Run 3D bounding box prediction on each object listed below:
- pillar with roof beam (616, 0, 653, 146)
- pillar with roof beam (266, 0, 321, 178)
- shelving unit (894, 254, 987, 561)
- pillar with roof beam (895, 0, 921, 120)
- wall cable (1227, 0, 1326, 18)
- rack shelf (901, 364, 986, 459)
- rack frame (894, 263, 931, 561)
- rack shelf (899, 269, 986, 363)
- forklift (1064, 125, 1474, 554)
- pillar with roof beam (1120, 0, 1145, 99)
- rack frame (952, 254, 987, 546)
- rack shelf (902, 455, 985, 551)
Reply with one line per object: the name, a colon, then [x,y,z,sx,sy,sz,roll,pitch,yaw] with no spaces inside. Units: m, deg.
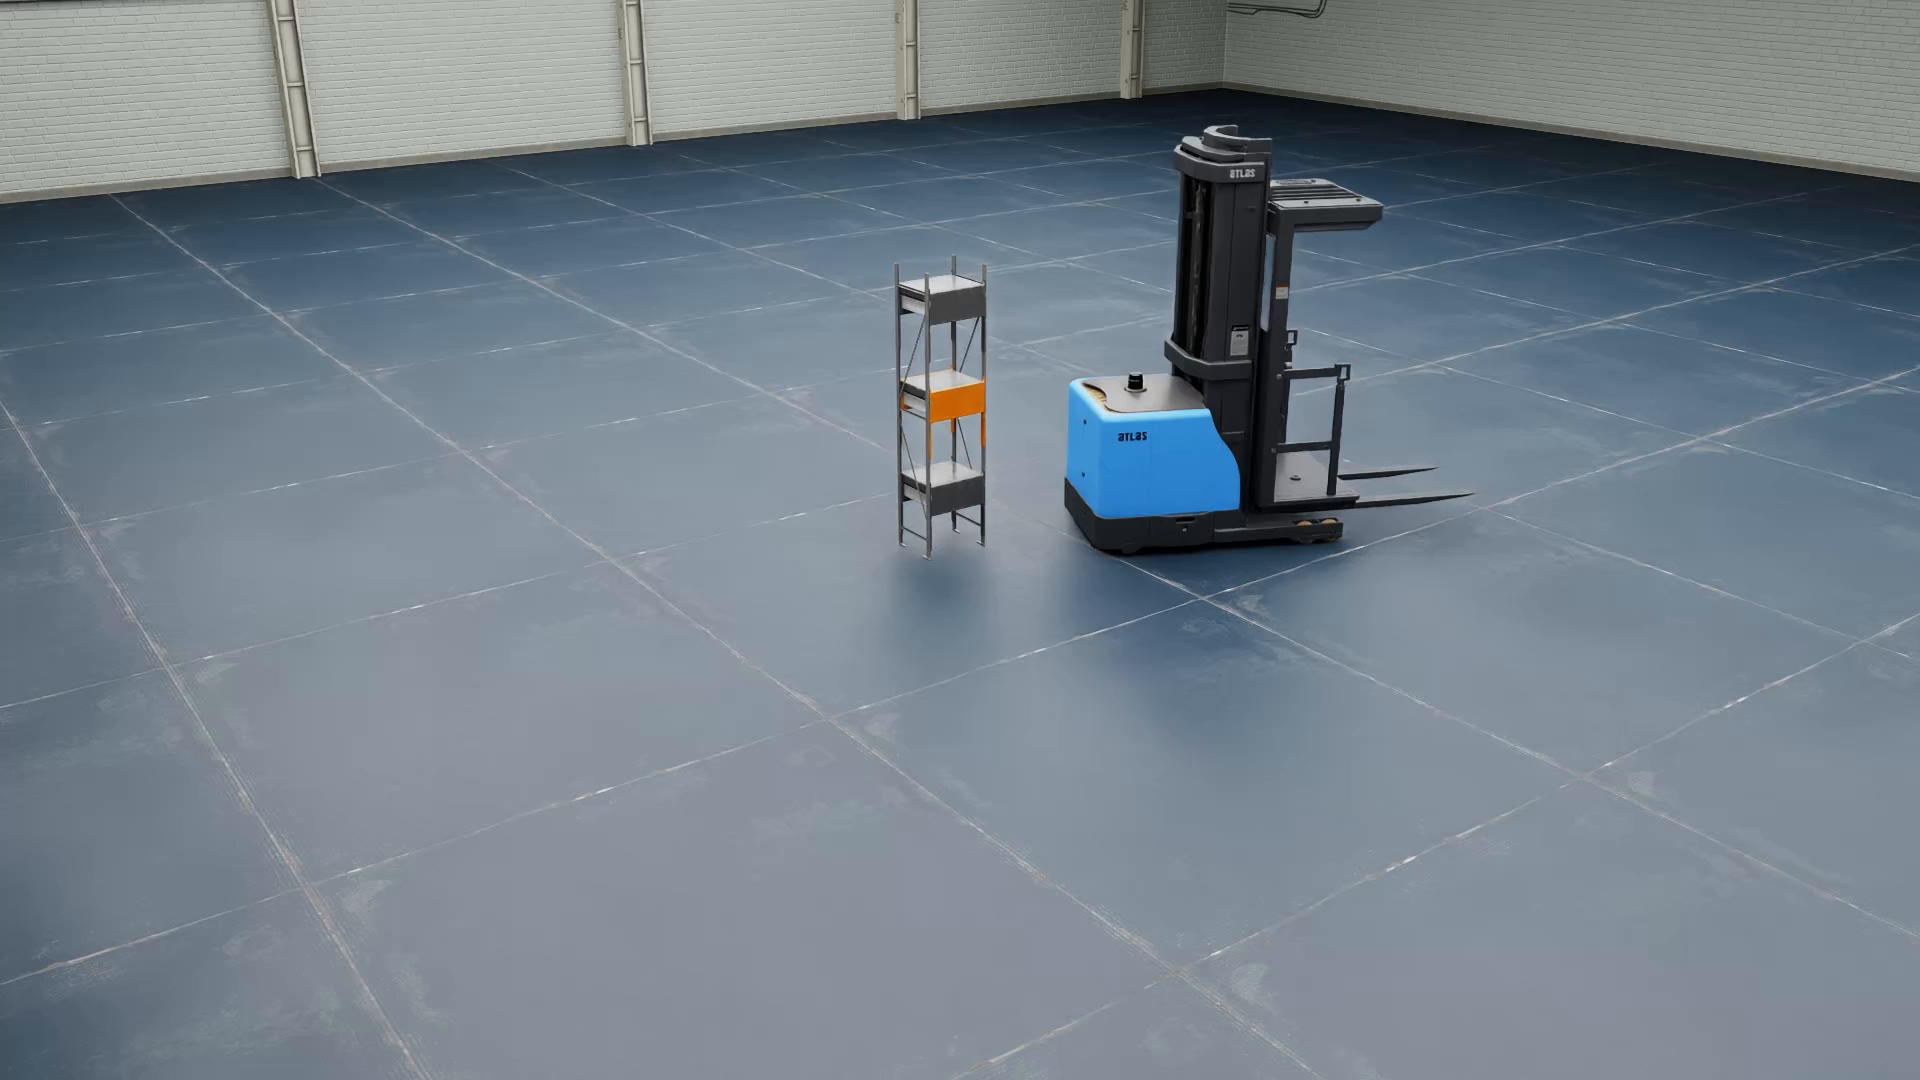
pillar with roof beam: [-3.407,-10.195,25.804,0.400,9.000,9.100,-15,26,-33]
pillar with roof beam: [-8.277,-8.896,22.549,0.400,9.000,9.100,-15,26,-33]
shelving unit: [-0.134,-0.939,11.917,0.503,2.100,0.431,-15,26,-33]
pillar with roof beam: [1.464,-11.494,29.058,0.400,9.000,9.100,-15,26,-33]
wall cable: [6.984,-12.885,36.735,0.112,2.526,3.097,-15,26,-33]
rack shelf: [-0.134,-0.927,11.922,0.480,0.518,0.431,-15,26,-33]
rack frame: [-0.332,-0.887,11.785,0.015,2.100,0.400,-15,26,-33]
rack shelf: [-0.134,-1.577,11.663,0.480,0.518,0.431,-15,26,-33]
forklift: [2.376,-1.519,12.247,3.031,2.935,1.130,-4,22,-11]
pillar with roof beam: [6.334,-12.792,32.313,0.400,9.000,9.100,-15,26,-33]
rack frame: [0.064,-0.992,12.050,0.015,2.100,0.400,-15,26,-33]
rack shelf: [-0.134,-0.277,12.182,0.480,0.518,0.431,-15,26,-33]
